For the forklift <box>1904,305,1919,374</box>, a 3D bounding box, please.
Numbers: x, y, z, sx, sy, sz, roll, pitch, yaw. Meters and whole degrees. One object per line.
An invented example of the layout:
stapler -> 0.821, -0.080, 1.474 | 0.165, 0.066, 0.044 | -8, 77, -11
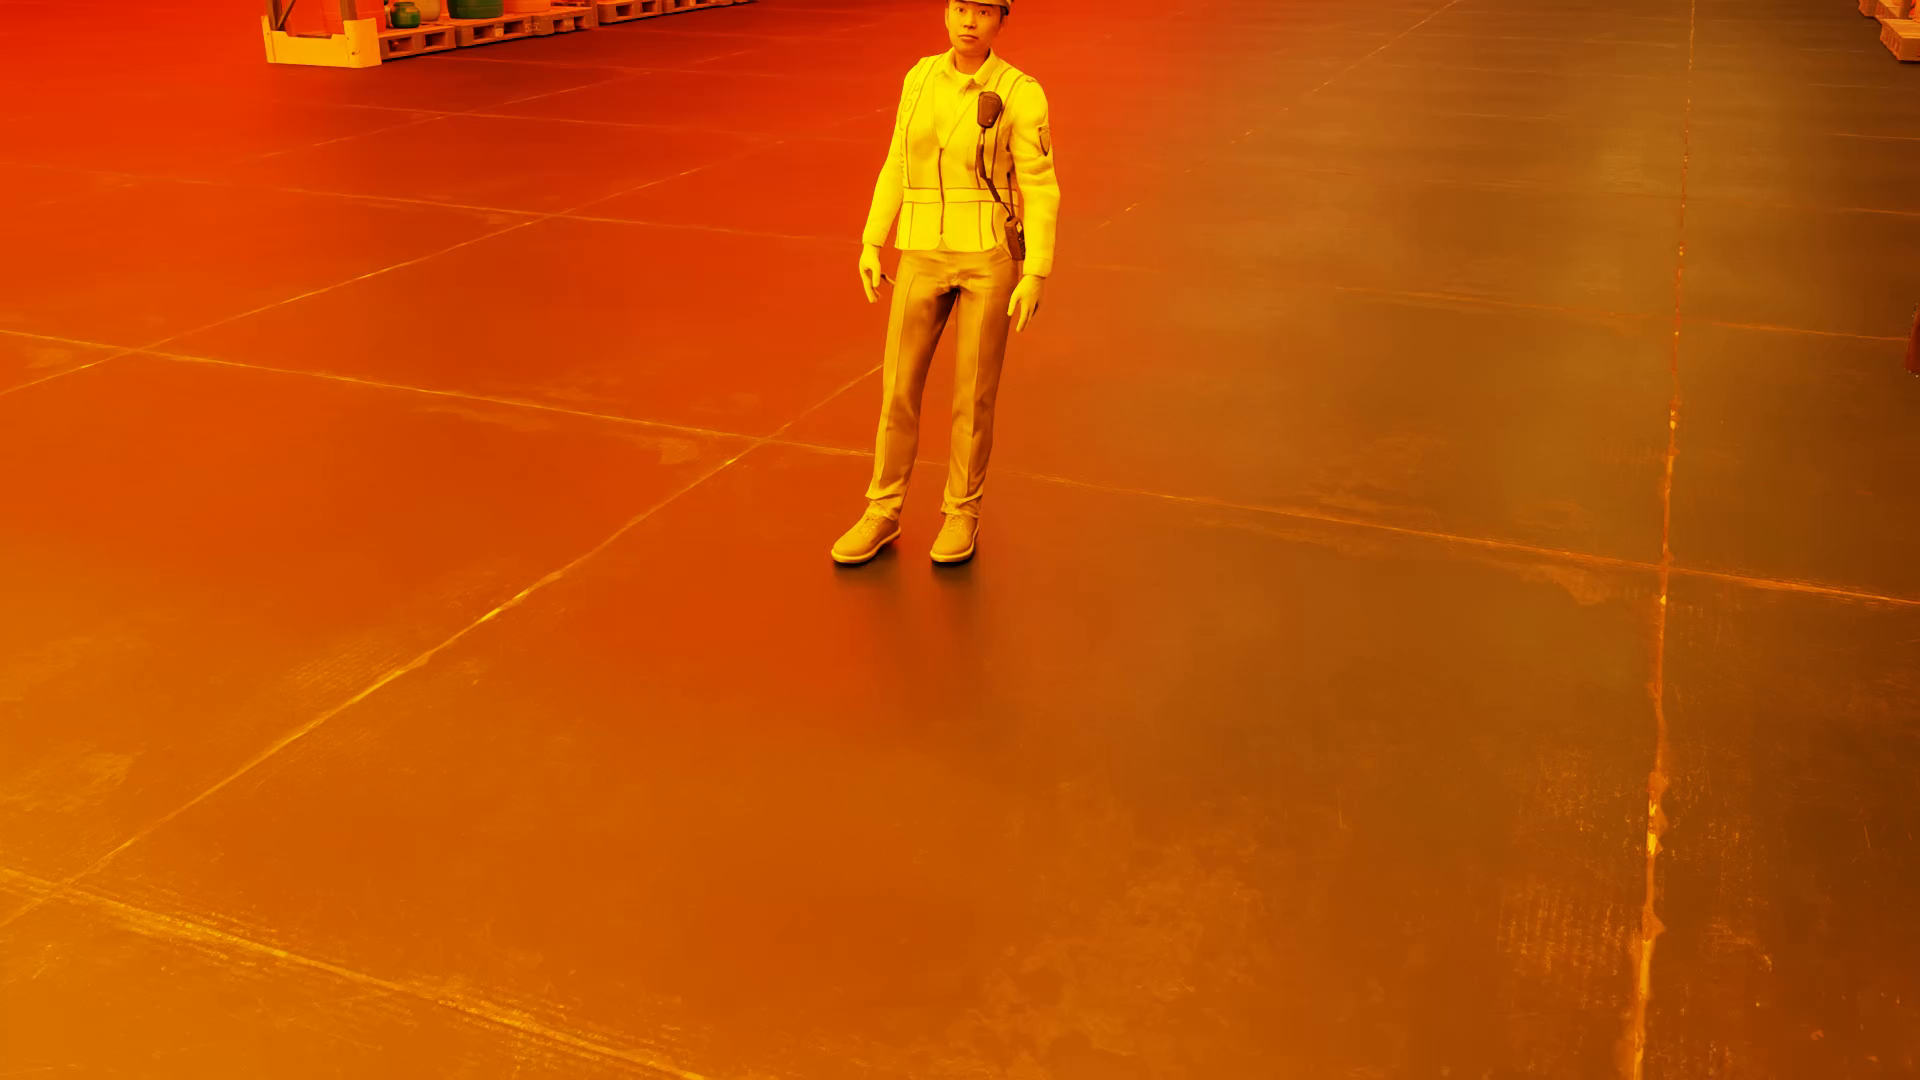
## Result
forklift -> 5.277, -1.942, 5.938 | 3.031, 2.935, 1.130 | -6, 23, -14

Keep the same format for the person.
person -> -0.033, -0.765, 4.707 | 0.586, 1.694, 0.530 | 9, 24, 21
